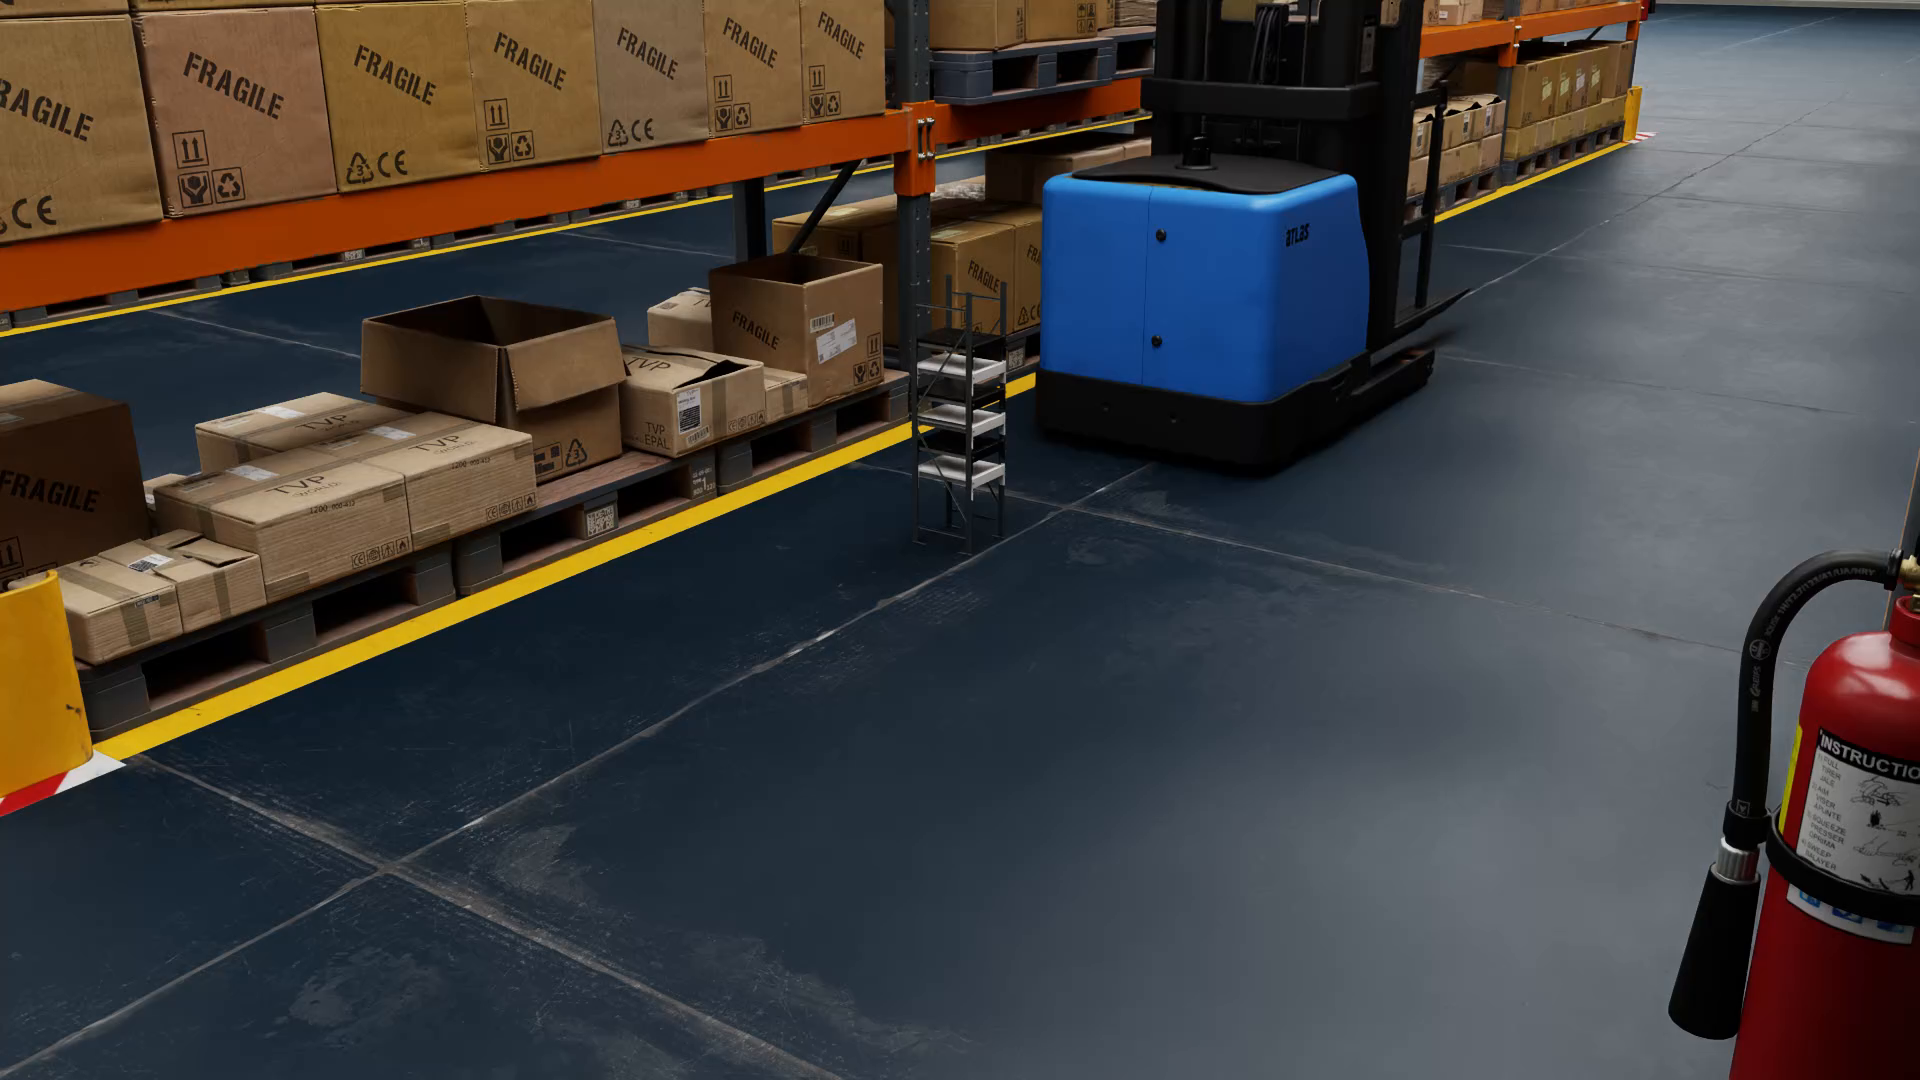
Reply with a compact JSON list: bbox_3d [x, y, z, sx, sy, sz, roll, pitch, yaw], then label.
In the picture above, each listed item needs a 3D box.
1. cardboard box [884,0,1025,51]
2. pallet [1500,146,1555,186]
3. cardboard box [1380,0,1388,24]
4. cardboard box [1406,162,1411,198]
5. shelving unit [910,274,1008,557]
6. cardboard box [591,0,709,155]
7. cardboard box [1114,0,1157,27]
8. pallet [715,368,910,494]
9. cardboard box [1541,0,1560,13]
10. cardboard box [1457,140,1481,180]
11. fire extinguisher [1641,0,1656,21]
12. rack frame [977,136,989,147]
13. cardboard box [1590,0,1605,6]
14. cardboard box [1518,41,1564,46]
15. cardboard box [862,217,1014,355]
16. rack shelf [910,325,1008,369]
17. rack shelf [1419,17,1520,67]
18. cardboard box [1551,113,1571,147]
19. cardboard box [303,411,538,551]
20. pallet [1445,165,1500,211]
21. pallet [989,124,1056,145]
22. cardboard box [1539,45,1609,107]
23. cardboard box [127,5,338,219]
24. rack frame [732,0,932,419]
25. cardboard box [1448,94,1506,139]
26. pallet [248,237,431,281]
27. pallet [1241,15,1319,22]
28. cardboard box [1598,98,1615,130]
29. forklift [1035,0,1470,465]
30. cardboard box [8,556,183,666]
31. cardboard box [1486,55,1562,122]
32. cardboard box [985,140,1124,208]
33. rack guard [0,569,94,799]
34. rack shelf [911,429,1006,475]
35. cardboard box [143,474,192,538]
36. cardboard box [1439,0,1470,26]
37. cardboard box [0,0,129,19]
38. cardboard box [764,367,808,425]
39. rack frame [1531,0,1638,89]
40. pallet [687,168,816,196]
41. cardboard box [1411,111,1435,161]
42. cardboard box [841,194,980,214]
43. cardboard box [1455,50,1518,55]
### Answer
[{"bbox_3d":[-0.118,-2.379,7.122,0.700,0.500,0.500,5,21,14],"label":"cardboard box"},{"bbox_3d":[4.410,-3.250,14.247,1.003,0.211,1.213,13,24,32],"label":"pallet"},{"bbox_3d":[2.609,-3.722,11.358,0.500,0.500,0.500,12,23,29],"label":"cardboard box"},{"bbox_3d":[2.786,-2.485,11.518,0.500,0.250,0.500,13,24,30],"label":"cardboard box"},{"bbox_3d":[-0.005,-0.420,5.603,0.258,0.900,0.210,13,24,32],"label":"shelving unit"},{"bbox_3d":[-1.213,-1.600,5.622,0.500,0.500,0.500,14,24,33],"label":"cardboard box"},{"bbox_3d":[0.747,-3.006,8.819,0.500,0.500,0.700,-19,28,-41],"label":"cardboard box"},{"bbox_3d":[-0.956,-0.538,6.915,1.003,0.211,1.213,13,24,32],"label":"pallet"},{"bbox_3d":[4.749,-4.809,14.298,0.700,0.500,0.500,14,24,33],"label":"cardboard box"},{"bbox_3d":[3.649,-2.925,12.707,0.500,0.250,0.500,13,24,31],"label":"cardboard box"},{"bbox_3d":[6.627,-5.393,16.131,0.296,0.674,0.183,13,24,32],"label":"fire extinguisher"},{"bbox_3d":[-0.166,-5.305,15.783,1.000,3.000,0.127,13,24,32],"label":"rack frame"},{"bbox_3d":[5.613,-5.249,15.489,0.700,0.500,0.500,14,24,33],"label":"cardboard box"},{"bbox_3d":[5.412,-4.490,15.858,0.500,0.500,0.500,13,24,32],"label":"cardboard box"},{"bbox_3d":[-0.095,-1.168,7.567,0.500,0.500,0.500,12,23,29],"label":"cardboard box"},{"bbox_3d":[-0.005,-0.642,5.520,0.258,0.077,0.200,13,24,32],"label":"rack shelf"},{"bbox_3d":[2.804,-3.427,11.742,1.077,0.370,4.000,13,24,32],"label":"rack shelf"},{"bbox_3d":[5.010,-3.604,14.543,0.500,0.250,0.500,13,24,32],"label":"cardboard box"},{"bbox_3d":[-1.715,-0.199,5.309,0.500,0.250,0.500,13,24,32],"label":"cardboard box"},{"bbox_3d":[3.546,-2.811,13.060,1.003,0.211,1.213,13,24,32],"label":"pallet"},{"bbox_3d":[0.246,-4.182,16.766,1.003,0.211,1.213,13,24,32],"label":"pallet"},{"bbox_3d":[5.571,-4.243,15.189,0.500,0.500,0.500,13,24,32],"label":"cardboard box"},{"bbox_3d":[-2.064,-1.167,4.451,0.500,0.500,0.500,13,24,31],"label":"cardboard box"},{"bbox_3d":[-0.569,-2.042,6.963,1.000,3.000,0.127,13,24,32],"label":"rack frame"},{"bbox_3d":[3.938,-3.336,13.010,0.500,0.311,0.500,13,24,32],"label":"cardboard box"},{"bbox_3d":[-4.195,-1.915,10.638,1.003,0.211,1.213,13,24,32],"label":"pallet"},{"bbox_3d":[1.357,-2.892,9.536,1.213,0.211,1.003,13,24,32],"label":"pallet"},{"bbox_3d":[5.849,-4.036,15.709,0.500,0.250,0.500,13,24,32],"label":"cardboard box"},{"bbox_3d":[1.546,-2.117,7.264,1.130,2.935,3.031,13,24,31],"label":"forklift"},{"bbox_3d":[-2.298,0.183,4.422,0.380,0.149,0.250,13,24,32],"label":"cardboard box"},{"bbox_3d":[4.722,-3.814,14.029,0.500,0.500,0.500,13,24,32],"label":"cardboard box"},{"bbox_3d":[0.467,-1.806,8.213,0.500,0.250,0.500,13,24,32],"label":"cardboard box"},{"bbox_3d":[-2.775,0.256,4.353,1.175,0.500,0.348,13,24,32],"label":"rack guard"},{"bbox_3d":[-0.005,-0.304,5.645,0.258,0.077,0.200,13,24,32],"label":"rack shelf"},{"bbox_3d":[-2.413,-0.075,5.094,0.380,0.166,0.250,13,24,32],"label":"cardboard box"},{"bbox_3d":[3.586,-3.987,12.413,0.396,0.266,0.258,13,24,31],"label":"cardboard box"},{"bbox_3d":[-2.350,-1.487,3.875,0.500,0.500,0.500,14,25,33],"label":"cardboard box"},{"bbox_3d":[-0.816,-0.574,6.467,0.380,0.149,0.250,13,24,32],"label":"cardboard box"},{"bbox_3d":[6.177,-5.486,16.271,1.000,3.000,0.127,13,24,32],"label":"rack frame"},{"bbox_3d":[-1.947,-3.064,13.744,1.003,0.211,1.213,13,24,32],"label":"pallet"},{"bbox_3d":[3.082,-2.899,11.829,0.500,0.311,0.500,13,24,31],"label":"cardboard box"},{"bbox_3d":[-0.244,-1.414,8.233,0.500,0.500,0.500,13,24,32],"label":"cardboard box"},{"bbox_3d":[4.577,-4.058,14.689,0.500,0.500,0.500,13,24,32],"label":"cardboard box"}]
